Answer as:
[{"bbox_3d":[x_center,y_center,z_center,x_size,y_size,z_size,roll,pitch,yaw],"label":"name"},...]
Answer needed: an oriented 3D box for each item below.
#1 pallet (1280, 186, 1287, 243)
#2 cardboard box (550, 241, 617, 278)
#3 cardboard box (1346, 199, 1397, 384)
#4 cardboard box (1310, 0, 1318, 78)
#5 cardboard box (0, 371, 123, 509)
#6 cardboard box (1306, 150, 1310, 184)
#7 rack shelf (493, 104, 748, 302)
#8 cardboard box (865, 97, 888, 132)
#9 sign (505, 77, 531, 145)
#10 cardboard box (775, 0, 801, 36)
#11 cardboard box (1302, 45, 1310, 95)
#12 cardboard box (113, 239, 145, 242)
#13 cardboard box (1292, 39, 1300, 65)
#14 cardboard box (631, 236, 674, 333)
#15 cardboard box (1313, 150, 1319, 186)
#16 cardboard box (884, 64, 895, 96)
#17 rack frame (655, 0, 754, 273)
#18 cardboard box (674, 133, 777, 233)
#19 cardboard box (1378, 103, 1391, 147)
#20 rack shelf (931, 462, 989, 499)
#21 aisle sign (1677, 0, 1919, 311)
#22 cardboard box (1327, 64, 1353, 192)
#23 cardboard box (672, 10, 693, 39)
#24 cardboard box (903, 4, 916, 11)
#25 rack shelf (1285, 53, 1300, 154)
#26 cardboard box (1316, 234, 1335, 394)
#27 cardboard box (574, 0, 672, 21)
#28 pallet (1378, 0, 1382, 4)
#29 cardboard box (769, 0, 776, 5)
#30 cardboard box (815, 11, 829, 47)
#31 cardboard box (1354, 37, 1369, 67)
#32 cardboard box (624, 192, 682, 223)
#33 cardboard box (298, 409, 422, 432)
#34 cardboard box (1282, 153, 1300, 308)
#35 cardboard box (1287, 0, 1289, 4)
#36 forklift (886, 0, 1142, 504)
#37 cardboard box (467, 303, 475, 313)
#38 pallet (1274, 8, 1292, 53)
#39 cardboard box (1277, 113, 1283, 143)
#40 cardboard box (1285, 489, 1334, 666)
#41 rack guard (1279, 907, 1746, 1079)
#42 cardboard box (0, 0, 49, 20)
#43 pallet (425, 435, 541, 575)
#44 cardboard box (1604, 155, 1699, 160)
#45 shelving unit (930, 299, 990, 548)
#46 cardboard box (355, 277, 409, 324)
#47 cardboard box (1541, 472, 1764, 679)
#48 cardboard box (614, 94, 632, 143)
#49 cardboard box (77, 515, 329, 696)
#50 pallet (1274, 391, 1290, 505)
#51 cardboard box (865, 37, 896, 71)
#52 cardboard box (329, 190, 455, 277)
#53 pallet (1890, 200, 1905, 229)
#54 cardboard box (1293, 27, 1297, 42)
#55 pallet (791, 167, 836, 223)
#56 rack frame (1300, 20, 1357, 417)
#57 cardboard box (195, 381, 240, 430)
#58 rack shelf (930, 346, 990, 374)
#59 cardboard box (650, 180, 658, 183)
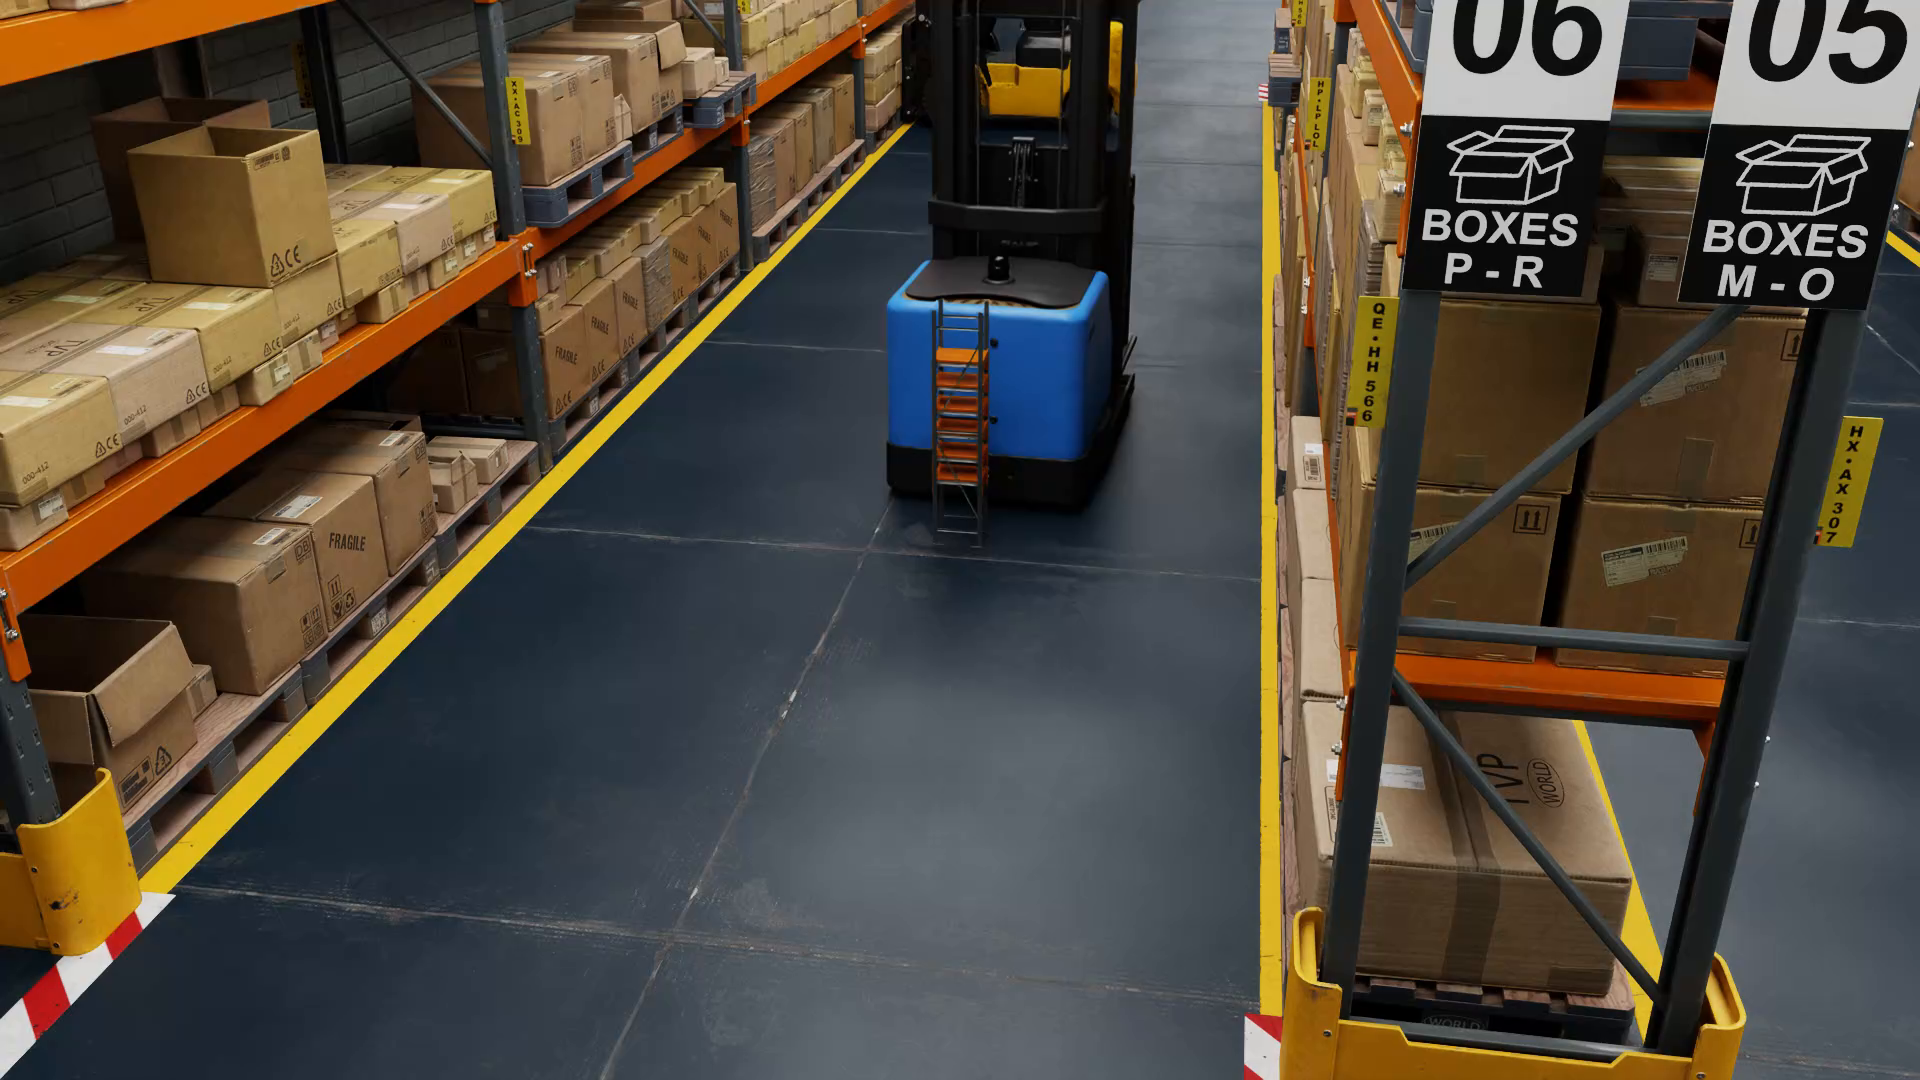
[{"bbox_3d":[3.157,-2.665,13.695,1.003,0.211,1.213,4,25,9],"label":"pallet"},{"bbox_3d":[-2.295,-1.692,10.015,0.380,0.149,0.250,4,25,8],"label":"cardboard box"},{"bbox_3d":[1.419,-0.684,4.875,0.500,0.500,0.500,4,25,9],"label":"cardboard box"},{"bbox_3d":[2.333,-2.978,9.776,0.500,0.500,0.500,5,25,10],"label":"cardboard box"},{"bbox_3d":[-3.038,-0.327,5.236,0.500,0.250,0.500,4,25,9],"label":"cardboard box"},{"bbox_3d":[2.263,-2.196,9.580,0.500,0.250,0.500,4,25,9],"label":"cardboard box"},{"bbox_3d":[-2.398,-2.273,10.416,1.077,0.370,4.000,4,25,9],"label":"rack shelf"},{"bbox_3d":[-1.012,-4.232,16.501,0.500,0.250,0.500,4,25,9],"label":"cardboard box"},{"bbox_3d":[-2.188,-2.120,8.219,0.100,0.325,0.005,4,25,9],"label":"sign"},{"bbox_3d":[-1.571,-4.189,13.248,0.500,0.250,0.500,3,25,7],"label":"cardboard box"},{"bbox_3d":[2.500,-3.056,10.828,0.500,0.250,0.500,4,25,8],"label":"cardboard box"},{"bbox_3d":[-3.233,-1.214,7.132,0.500,0.250,0.500,5,25,10],"label":"cardboard box"},{"bbox_3d":[2.617,-3.548,12.093,0.380,0.149,0.250,4,25,8],"label":"cardboard box"},{"bbox_3d":[-2.170,-1.655,10.701,0.500,0.500,0.500,3,25,7],"label":"cardboard box"},{"bbox_3d":[2.079,-1.989,8.548,0.500,0.250,0.500,5,25,10],"label":"cardboard box"},{"bbox_3d":[-0.953,-4.671,16.849,0.500,0.250,0.500,4,25,8],"label":"cardboard box"},{"bbox_3d":[-2.071,-3.435,12.050,1.000,3.000,0.127,4,25,9],"label":"rack frame"},{"bbox_3d":[-1.956,-2.810,13.020,0.875,0.625,0.625,5,26,10],"label":"cardboard box"},{"bbox_3d":[1.596,-1.349,5.530,0.380,0.149,0.250,5,26,10],"label":"cardboard box"},{"bbox_3d":[0.002,-0.292,8.129,0.258,0.103,0.180,4,25,9],"label":"rack shelf"},{"bbox_3d":[1.793,-0.874,3.512,0.394,0.787,0.004,4,25,9],"label":"aisle sign"},{"bbox_3d":[1.856,-1.735,7.122,0.500,0.500,0.500,4,25,9],"label":"cardboard box"},{"bbox_3d":[-2.272,-3.800,12.418,0.500,0.250,0.500,5,25,10],"label":"cardboard box"},{"bbox_3d":[-0.531,-5.964,19.022,0.500,0.250,0.500,5,26,10],"label":"cardboard box"},{"bbox_3d":[3.153,-3.603,13.258,1.077,0.370,4.000,4,25,9],"label":"rack shelf"},{"bbox_3d":[1.664,-0.869,6.450,0.500,0.500,0.500,4,25,9],"label":"cardboard box"},{"bbox_3d":[-2.309,-3.466,11.503,0.500,0.500,0.500,5,26,11],"label":"cardboard box"},{"bbox_3d":[1.827,-1.888,5.311,1.003,0.211,1.213,4,25,9],"label":"pallet"},{"bbox_3d":[-1.639,-4.218,12.840,0.380,0.149,0.250,4,25,9],"label":"cardboard box"},{"bbox_3d":[-1.430,-4.395,14.278,0.500,0.250,0.500,4,25,9],"label":"cardboard box"},{"bbox_3d":[1.839,-1.989,6.899,0.380,0.149,0.250,4,25,9],"label":"cardboard box"},{"bbox_3d":[-2.090,-2.232,11.168,0.380,0.149,0.250,5,26,10],"label":"cardboard box"},{"bbox_3d":[-3.066,-0.474,8.402,0.500,0.311,0.500,5,26,10],"label":"cardboard box"},{"bbox_3d":[2.632,-2.037,11.075,0.875,0.875,0.875,4,25,8],"label":"cardboard box"},{"bbox_3d":[3.473,-5.447,16.646,0.380,0.149,0.250,4,25,9],"label":"cardboard box"},{"bbox_3d":[0.441,-2.110,9.300,1.130,2.935,3.031,5,26,11],"label":"forklift"},{"bbox_3d":[-2.911,-1.398,9.387,0.380,0.149,0.250,4,25,9],"label":"cardboard box"},{"bbox_3d":[3.212,-4.369,14.272,1.003,0.211,1.213,4,25,9],"label":"pallet"},{"bbox_3d":[3.312,-3.976,15.955,0.500,0.250,0.500,5,26,11],"label":"cardboard box"},{"bbox_3d":[1.819,0.180,6.854,0.875,0.438,0.875,3,25,7],"label":"cardboard box"},{"bbox_3d":[1.515,1.395,4.679,1.175,0.500,0.348,4,25,9],"label":"rack guard"},{"bbox_3d":[-3.021,-1.669,5.034,0.380,0.149,0.250,4,25,9],"label":"cardboard box"},{"bbox_3d":[-2.838,-0.212,8.454,1.003,0.211,1.213,4,25,9],"label":"pallet"},{"bbox_3d":[1.995,-1.108,5.016,0.380,0.149,0.250,4,25,9],"label":"cardboard box"},{"bbox_3d":[0.002,-0.549,8.009,0.258,1.200,0.189,4,25,9],"label":"shelving unit"},{"bbox_3d":[-2.651,-1.060,7.273,0.380,0.149,0.250,4,25,8],"label":"cardboard box"},{"bbox_3d":[1.881,0.027,4.536,0.500,0.500,0.500,4,25,8],"label":"cardboard box"},{"bbox_3d":[-2.119,-2.446,9.600,0.396,0.266,0.258,5,26,11],"label":"cardboard box"},{"bbox_3d":[-3.007,0.249,6.633,0.700,0.500,0.500,5,26,11],"label":"cardboard box"},{"bbox_3d":[2.225,-0.485,9.036,1.003,0.211,1.213,4,25,9],"label":"pallet"},{"bbox_3d":[-0.935,-4.899,16.747,0.500,0.250,0.500,4,25,9],"label":"cardboard box"},{"bbox_3d":[-2.635,-1.388,7.504,0.500,0.250,0.500,4,25,9],"label":"cardboard box"},{"bbox_3d":[8.329,-2.874,14.141,1.003,0.211,1.213,4,25,9],"label":"pallet"},{"bbox_3d":[2.700,-3.889,12.056,0.500,0.500,0.500,4,25,8],"label":"cardboard box"},{"bbox_3d":[-1.696,-3.022,14.458,1.003,0.211,1.213,4,25,9],"label":"pallet"},{"bbox_3d":[2.173,-1.420,7.745,1.000,3.000,0.127,4,25,9],"label":"rack frame"},{"bbox_3d":[-2.910,-0.529,6.137,0.380,0.149,0.250,4,25,9],"label":"cardboard box"},{"bbox_3d":[0.002,-0.835,7.875,0.258,0.103,0.180,4,25,9],"label":"rack shelf"},{"bbox_3d":[-2.416,-2.336,12.156,0.500,0.500,0.500,5,26,10],"label":"cardboard box"}]
